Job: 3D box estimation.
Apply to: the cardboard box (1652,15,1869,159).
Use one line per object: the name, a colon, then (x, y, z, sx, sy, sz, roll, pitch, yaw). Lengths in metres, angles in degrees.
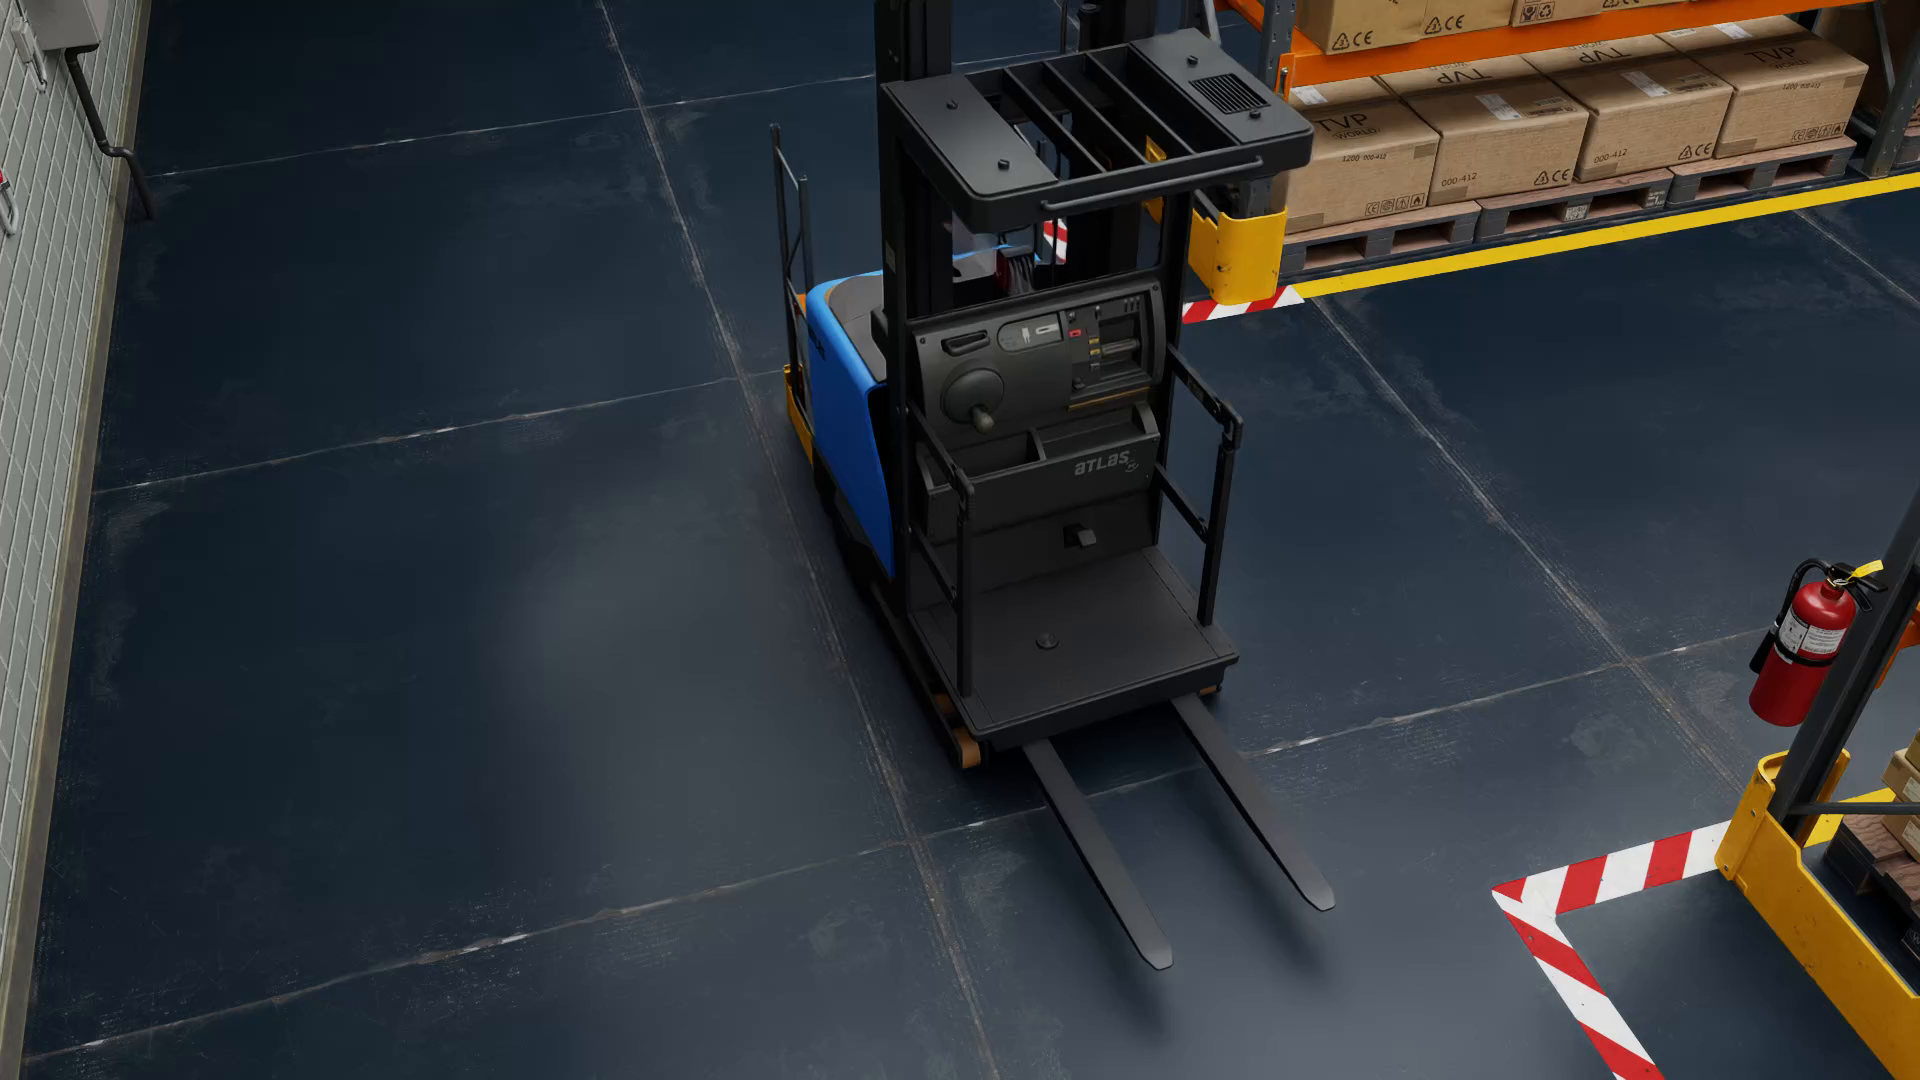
cardboard box: (4.543, -2.669, 9.654, 0.875, 0.438, 0.875, -12, 43, -14)

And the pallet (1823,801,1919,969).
pallet: (3.801, 1.241, 5.669, 1.213, 0.211, 1.003, -12, 42, -13)

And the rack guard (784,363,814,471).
rack guard: (-0.699, -0.550, 7.690, 0.087, 0.250, 0.587, -12, 43, -14)

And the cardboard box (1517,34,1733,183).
cardboard box: (3.690, -2.492, 9.451, 0.875, 0.438, 0.875, -13, 43, -14)

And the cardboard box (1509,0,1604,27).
cardboard box: (2.868, -2.901, 8.215, 0.500, 0.500, 0.500, -12, 43, -13)

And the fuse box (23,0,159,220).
fuse box: (-4.504, -2.475, 8.782, 0.414, 1.711, 0.539, -12, 42, -13)

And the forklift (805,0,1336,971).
forklift: (0.373, -0.561, 5.664, 1.130, 2.935, 3.031, -15, 43, -16)

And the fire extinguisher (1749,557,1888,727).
fire extinguisher: (2.564, 0.274, 4.999, 0.183, 0.674, 0.296, -12, 42, -13)

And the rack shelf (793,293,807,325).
rack shelf: (-0.219, -0.992, 7.519, 1.000, 0.185, 0.538, -12, 43, -14)

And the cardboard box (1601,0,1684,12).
cardboard box: (3.341, -3.011, 8.340, 0.500, 0.500, 0.500, -10, 42, -12)

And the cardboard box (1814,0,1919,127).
cardboard box: (5.742, -3.063, 9.772, 0.875, 0.875, 0.875, -10, 42, -12)

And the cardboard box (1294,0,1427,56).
cardboard box: (1.903, -2.695, 7.978, 0.500, 0.500, 0.500, -12, 43, -13)

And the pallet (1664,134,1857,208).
pallet: (4.426, -2.381, 9.815, 1.213, 0.211, 1.003, -12, 42, -13)

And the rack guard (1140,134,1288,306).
rack guard: (1.336, -1.796, 8.926, 0.348, 0.500, 1.175, -12, 42, -13)

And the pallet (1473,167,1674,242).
pallet: (3.260, -2.138, 9.537, 1.213, 0.211, 1.003, -12, 42, -13)

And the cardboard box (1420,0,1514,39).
cardboard box: (2.377, -2.812, 8.113, 0.500, 0.500, 0.500, -12, 43, -14)

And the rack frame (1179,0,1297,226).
rack frame: (1.359, -2.742, 8.109, 0.127, 3.000, 1.000, -12, 42, -13)

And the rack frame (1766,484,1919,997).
rack frame: (2.943, 0.344, 4.576, 0.127, 3.000, 1.000, -12, 42, -13)

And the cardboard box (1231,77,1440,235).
cardboard box: (1.959, -2.129, 9.035, 0.875, 0.438, 0.875, -13, 43, -15)

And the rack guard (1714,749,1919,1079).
rack guard: (3.015, 1.271, 5.416, 0.348, 0.500, 1.175, -12, 42, -13)

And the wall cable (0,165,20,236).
wall cable: (-4.012, -2.008, 6.472, 0.123, 1.953, 0.585, -12, 42, -13)

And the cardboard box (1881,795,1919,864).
cardboard box: (3.382, 1.025, 5.645, 0.250, 0.149, 0.380, -11, 42, -12)

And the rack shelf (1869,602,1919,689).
rack shelf: (4.850, 0.220, 5.265, 4.000, 0.370, 1.077, -12, 42, -13)

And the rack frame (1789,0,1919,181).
rack frame: (5.175, -3.533, 9.014, 0.127, 3.000, 1.000, -12, 42, -13)

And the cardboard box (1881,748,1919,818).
cardboard box: (3.360, 0.864, 5.602, 0.250, 0.149, 0.380, -13, 43, -14)

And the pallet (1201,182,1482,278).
pallet: (2.098, -1.899, 9.263, 1.213, 0.211, 1.003, -12, 42, -13)

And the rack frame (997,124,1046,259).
rack frame: (0.263, -1.234, 7.522, 0.032, 1.500, 0.500, -12, 43, -14)

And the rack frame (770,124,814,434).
rack frame: (-0.701, -1.021, 7.278, 0.032, 1.500, 0.500, -12, 43, -14)

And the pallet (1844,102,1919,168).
pallet: (5.888, -2.682, 10.160, 1.213, 0.211, 1.003, -12, 42, -13)

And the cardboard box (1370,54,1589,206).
cardboard box: (2.829, -2.315, 9.248, 0.875, 0.438, 0.875, -11, 42, -12)

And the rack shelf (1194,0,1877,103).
rack shelf: (3.267, -2.867, 8.798, 4.000, 0.370, 1.077, -12, 42, -13)

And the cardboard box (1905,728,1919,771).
cardboard box: (3.371, 0.772, 5.482, 0.250, 0.149, 0.380, -11, 42, -13)

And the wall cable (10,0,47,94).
wall cable: (-4.449, -2.883, 7.498, 0.122, 1.984, 0.588, -12, 42, -13)

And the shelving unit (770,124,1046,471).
shelving unit: (-0.227, -1.125, 7.398, 1.083, 1.500, 0.587, -12, 43, -14)
